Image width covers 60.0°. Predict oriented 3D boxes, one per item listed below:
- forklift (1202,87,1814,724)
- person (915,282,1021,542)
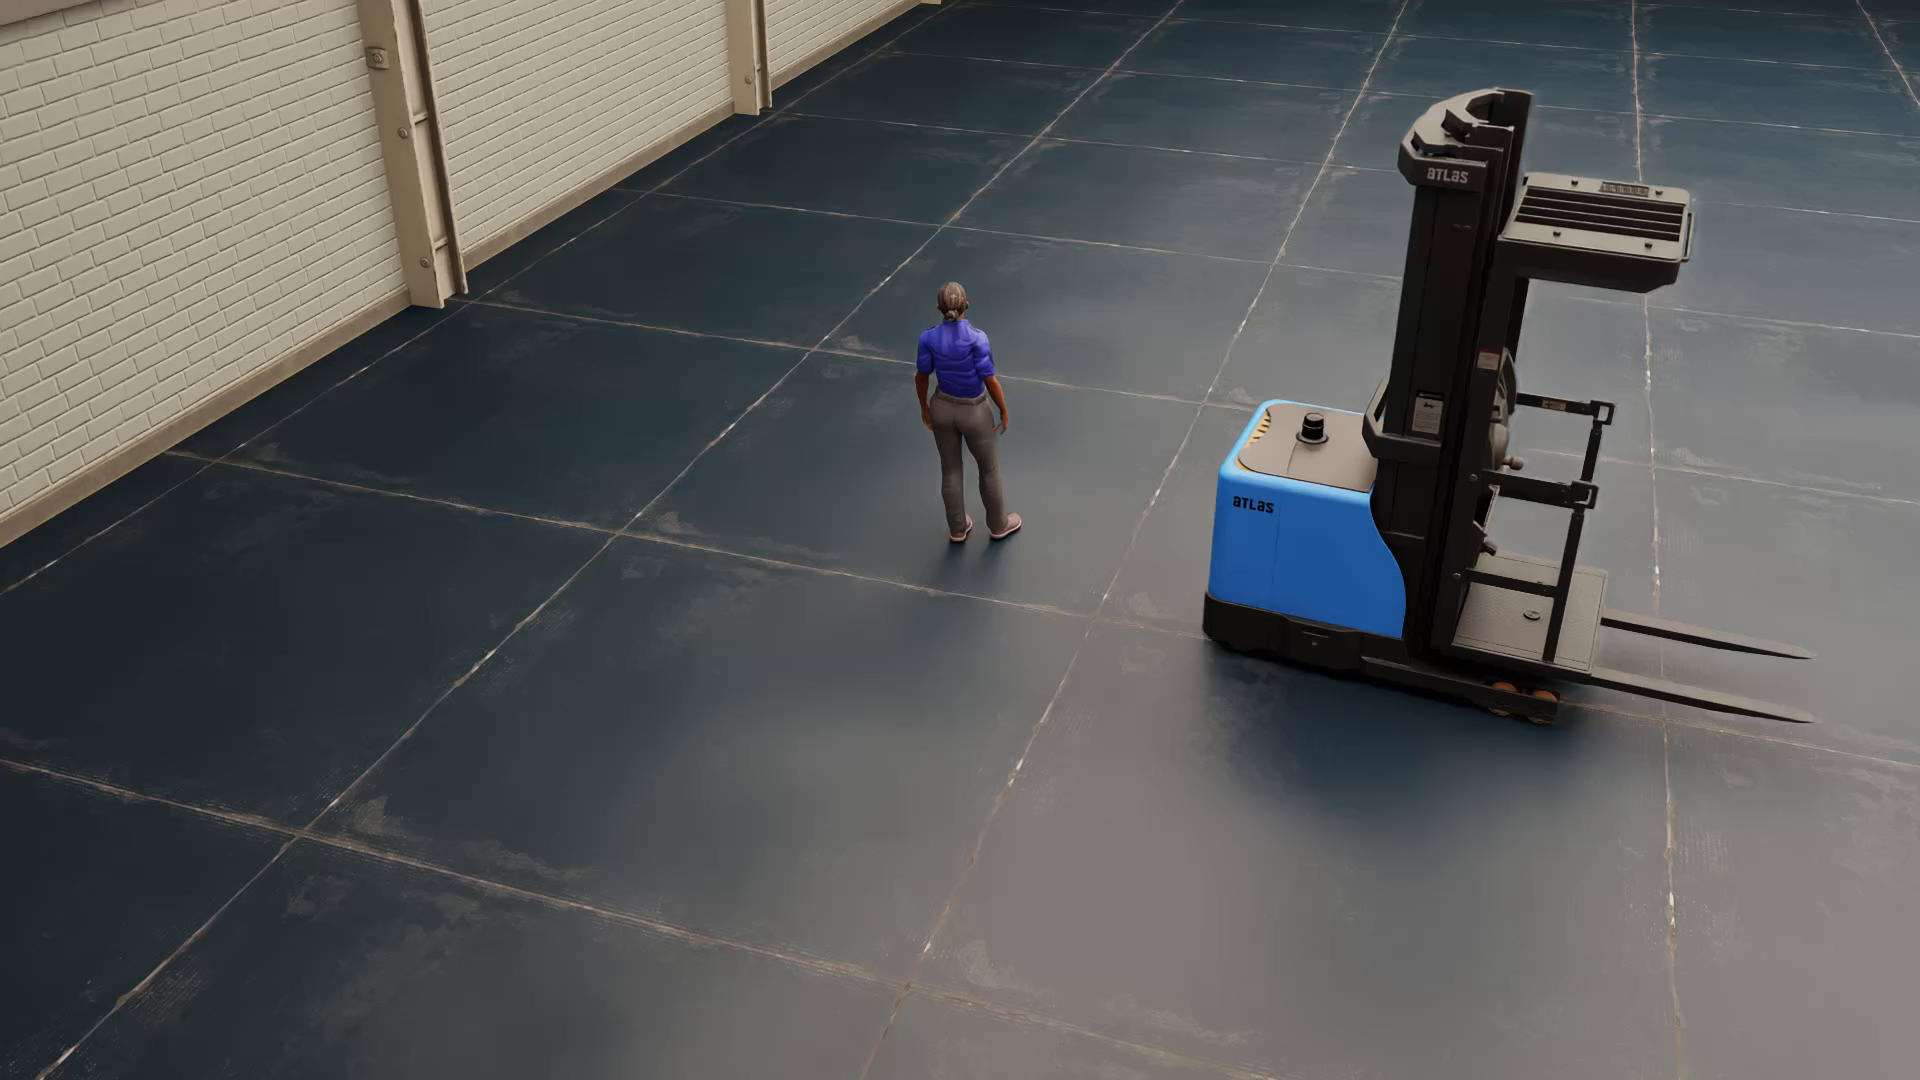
[{"bbox_3d":[2.892,-0.639,8.257,3.031,2.935,1.130,12,32,20],"label":"forklift"},{"bbox_3d":[0.047,-0.763,9.749,0.569,1.654,0.504,10,31,16],"label":"person"}]
